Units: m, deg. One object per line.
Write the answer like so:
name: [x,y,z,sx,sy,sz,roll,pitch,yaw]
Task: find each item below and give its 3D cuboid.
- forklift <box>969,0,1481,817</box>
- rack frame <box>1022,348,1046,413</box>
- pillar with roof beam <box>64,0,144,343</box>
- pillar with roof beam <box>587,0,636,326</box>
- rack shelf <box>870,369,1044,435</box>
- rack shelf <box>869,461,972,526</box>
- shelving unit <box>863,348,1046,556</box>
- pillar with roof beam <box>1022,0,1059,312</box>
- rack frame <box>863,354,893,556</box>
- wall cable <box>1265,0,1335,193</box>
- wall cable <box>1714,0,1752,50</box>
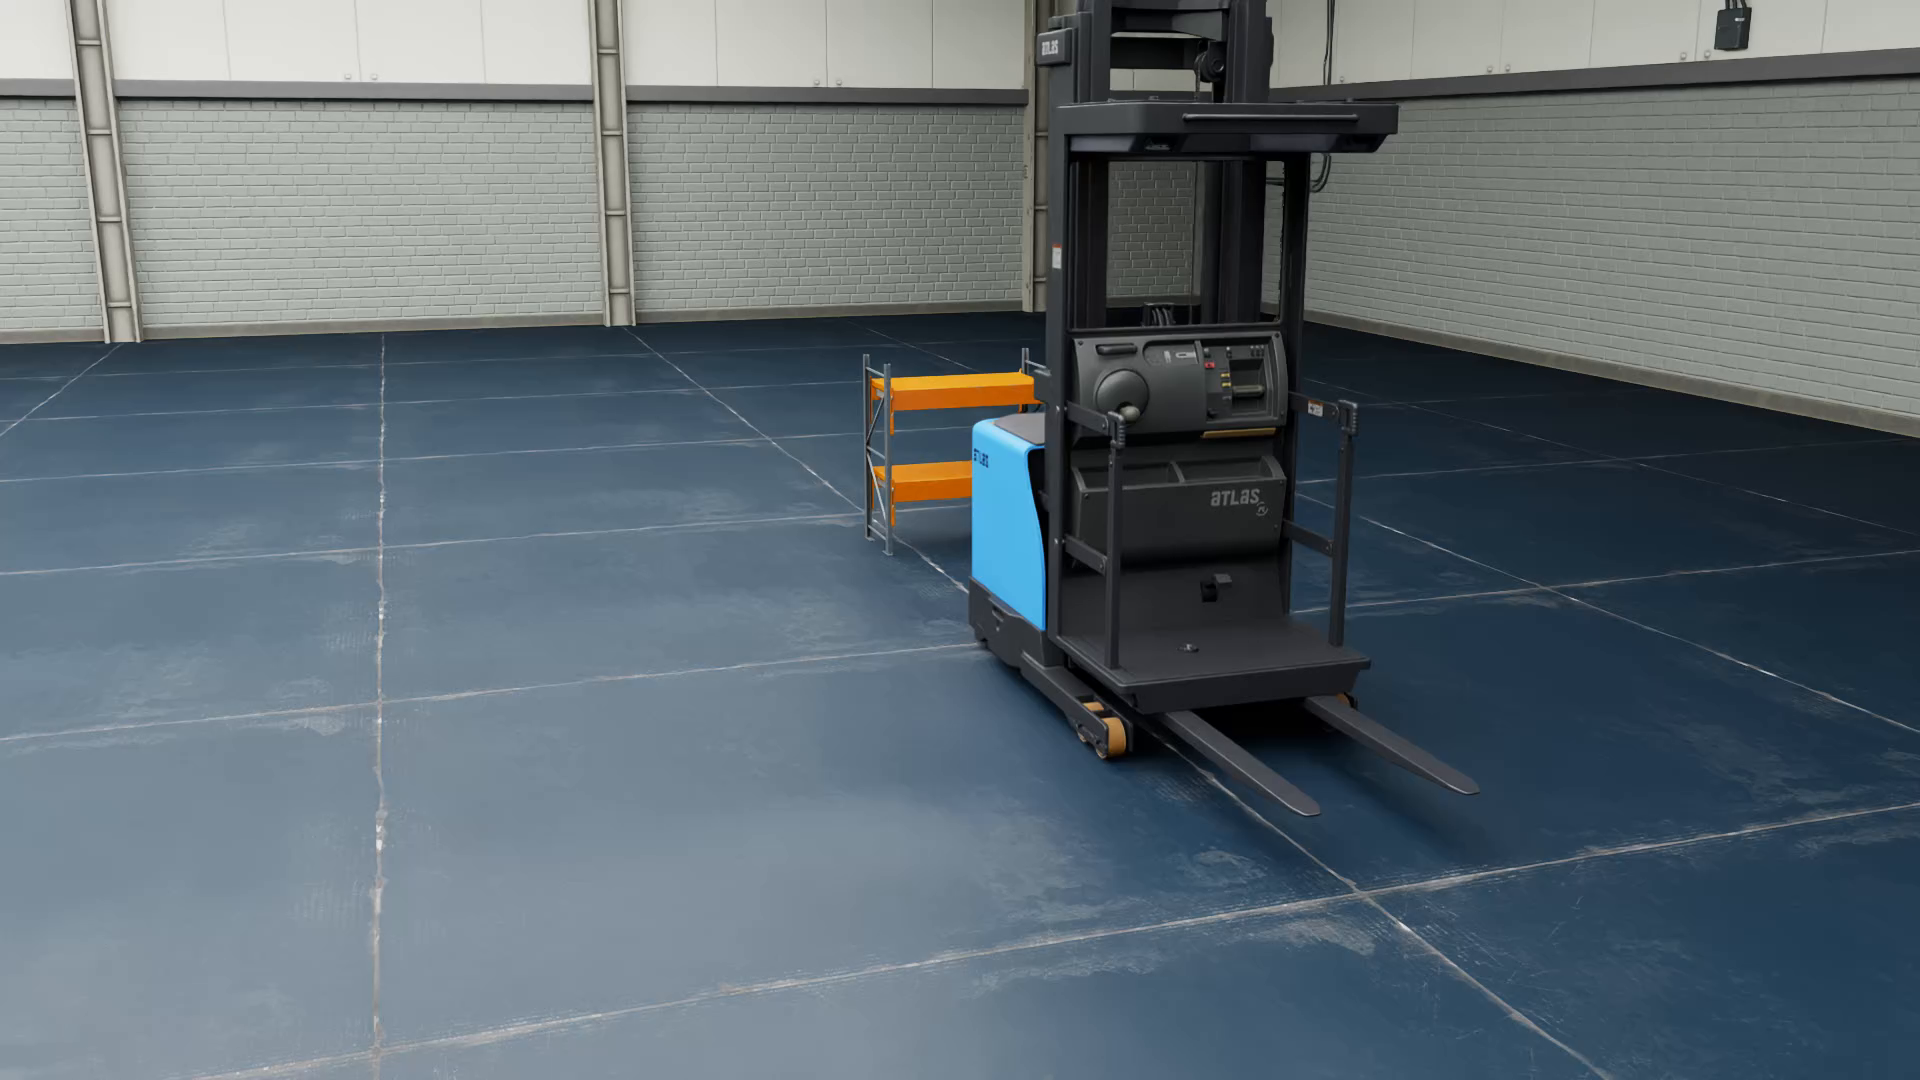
forklift: [0.979,-0.669,6.622,1.130,2.935,3.031,-4,14,-17]
rack frame: [0.475,-0.584,10.168,0.032,1.125,0.500,-4,14,-18]
pillar with roof beam: [-8.865,-5.870,15.373,0.400,9.000,9.100,-4,14,-18]
pillar with roof beam: [-3.178,-6.312,17.235,0.400,9.000,9.100,-4,14,-18]
rack shelf: [-0.006,-0.831,9.943,1.000,0.278,0.538,-4,14,-18]
rack shelf: [-0.006,-0.309,10.067,1.000,0.278,0.538,-4,14,-18]
shelving unit: [-0.006,-0.547,10.011,1.048,1.125,0.538,-4,14,-18]
pillar with roof beam: [2.508,-6.755,19.096,0.400,9.000,9.100,-4,14,-18]
rack frame: [-0.488,-0.509,9.853,0.032,1.125,0.500,-4,14,-18]
wall cable: [4.349,-6.116,23.120,0.112,2.526,3.097,-4,14,-18]
wall cable: [7.362,-7.198,13.609,0.169,6.003,2.305,-4,14,-18]
